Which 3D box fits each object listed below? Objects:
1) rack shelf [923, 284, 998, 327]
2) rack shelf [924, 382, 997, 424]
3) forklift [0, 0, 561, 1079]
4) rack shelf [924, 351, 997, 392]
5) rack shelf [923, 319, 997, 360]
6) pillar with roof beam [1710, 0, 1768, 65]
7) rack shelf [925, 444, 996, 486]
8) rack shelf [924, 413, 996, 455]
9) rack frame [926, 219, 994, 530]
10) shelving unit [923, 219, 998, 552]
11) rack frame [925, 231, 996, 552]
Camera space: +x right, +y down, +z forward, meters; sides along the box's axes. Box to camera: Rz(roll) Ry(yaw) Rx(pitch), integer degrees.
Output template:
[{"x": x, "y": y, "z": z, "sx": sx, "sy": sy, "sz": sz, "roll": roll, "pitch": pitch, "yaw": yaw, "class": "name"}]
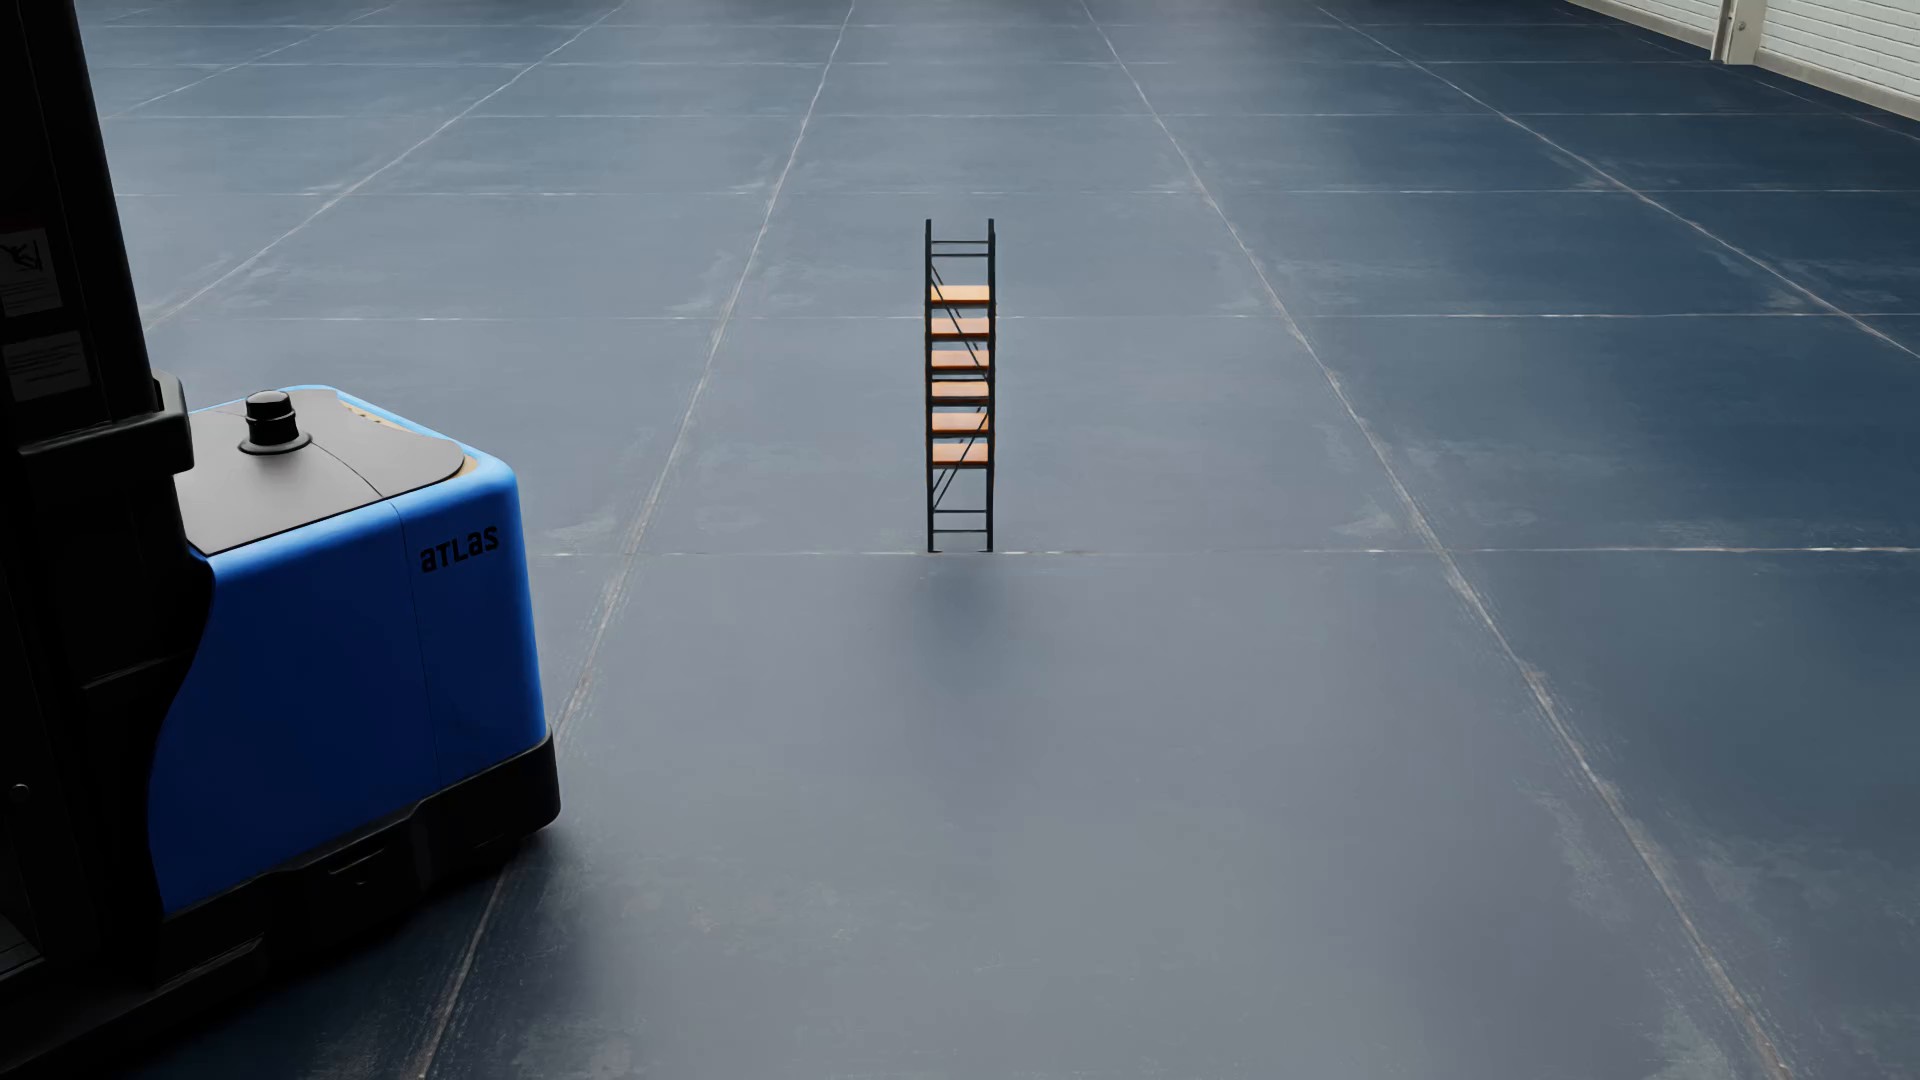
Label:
[{"x": 0.000, "y": -0.828, "z": 5.860, "sx": 0.258, "sy": 0.103, "sz": 0.180, "roll": 0, "pitch": 24, "yaw": -1, "class": "rack shelf"}, {"x": 0.000, "y": -0.500, "z": 6.008, "sx": 0.258, "sy": 0.103, "sz": 0.180, "roll": 0, "pitch": 24, "yaw": -1, "class": "rack shelf"}, {"x": -2.433, "y": -0.225, "z": 3.191, "sx": 1.130, "sy": 2.935, "sz": 3.031, "roll": 20, "pitch": 31, "yaw": 38, "class": "forklift"}, {"x": 0.000, "y": -0.610, "z": 5.958, "sx": 0.258, "sy": 0.103, "sz": 0.180, "roll": 0, "pitch": 24, "yaw": -1, "class": "rack shelf"}, {"x": 0.000, "y": -0.719, "z": 5.909, "sx": 0.258, "sy": 0.103, "sz": 0.180, "roll": 0, "pitch": 24, "yaw": -1, "class": "rack shelf"}, {"x": 3.669, "y": -9.015, "z": 15.262, "sx": 9.100, "sy": 9.000, "sz": 0.400, "roll": 0, "pitch": 24, "yaw": -1, "class": "pillar with roof beam"}, {"x": 0.000, "y": -0.282, "z": 6.107, "sx": 0.258, "sy": 0.103, "sz": 0.180, "roll": 0, "pitch": 24, "yaw": -1, "class": "rack shelf"}, {"x": 0.000, "y": -0.391, "z": 6.057, "sx": 0.258, "sy": 0.103, "sz": 0.180, "roll": 0, "pitch": 24, "yaw": -1, "class": "rack shelf"}, {"x": -0.001, "y": -0.578, "z": 6.073, "sx": 0.240, "sy": 1.200, "sz": 0.006, "roll": 0, "pitch": 24, "yaw": -1, "class": "rack frame"}, {"x": 0.000, "y": -0.541, "z": 5.990, "sx": 0.258, "sy": 1.200, "sz": 0.189, "roll": 0, "pitch": 24, "yaw": -1, "class": "shelving unit"}, {"x": 0.001, "y": -0.503, "z": 5.906, "sx": 0.240, "sy": 1.200, "sz": 0.006, "roll": 0, "pitch": 24, "yaw": -1, "class": "rack frame"}]
